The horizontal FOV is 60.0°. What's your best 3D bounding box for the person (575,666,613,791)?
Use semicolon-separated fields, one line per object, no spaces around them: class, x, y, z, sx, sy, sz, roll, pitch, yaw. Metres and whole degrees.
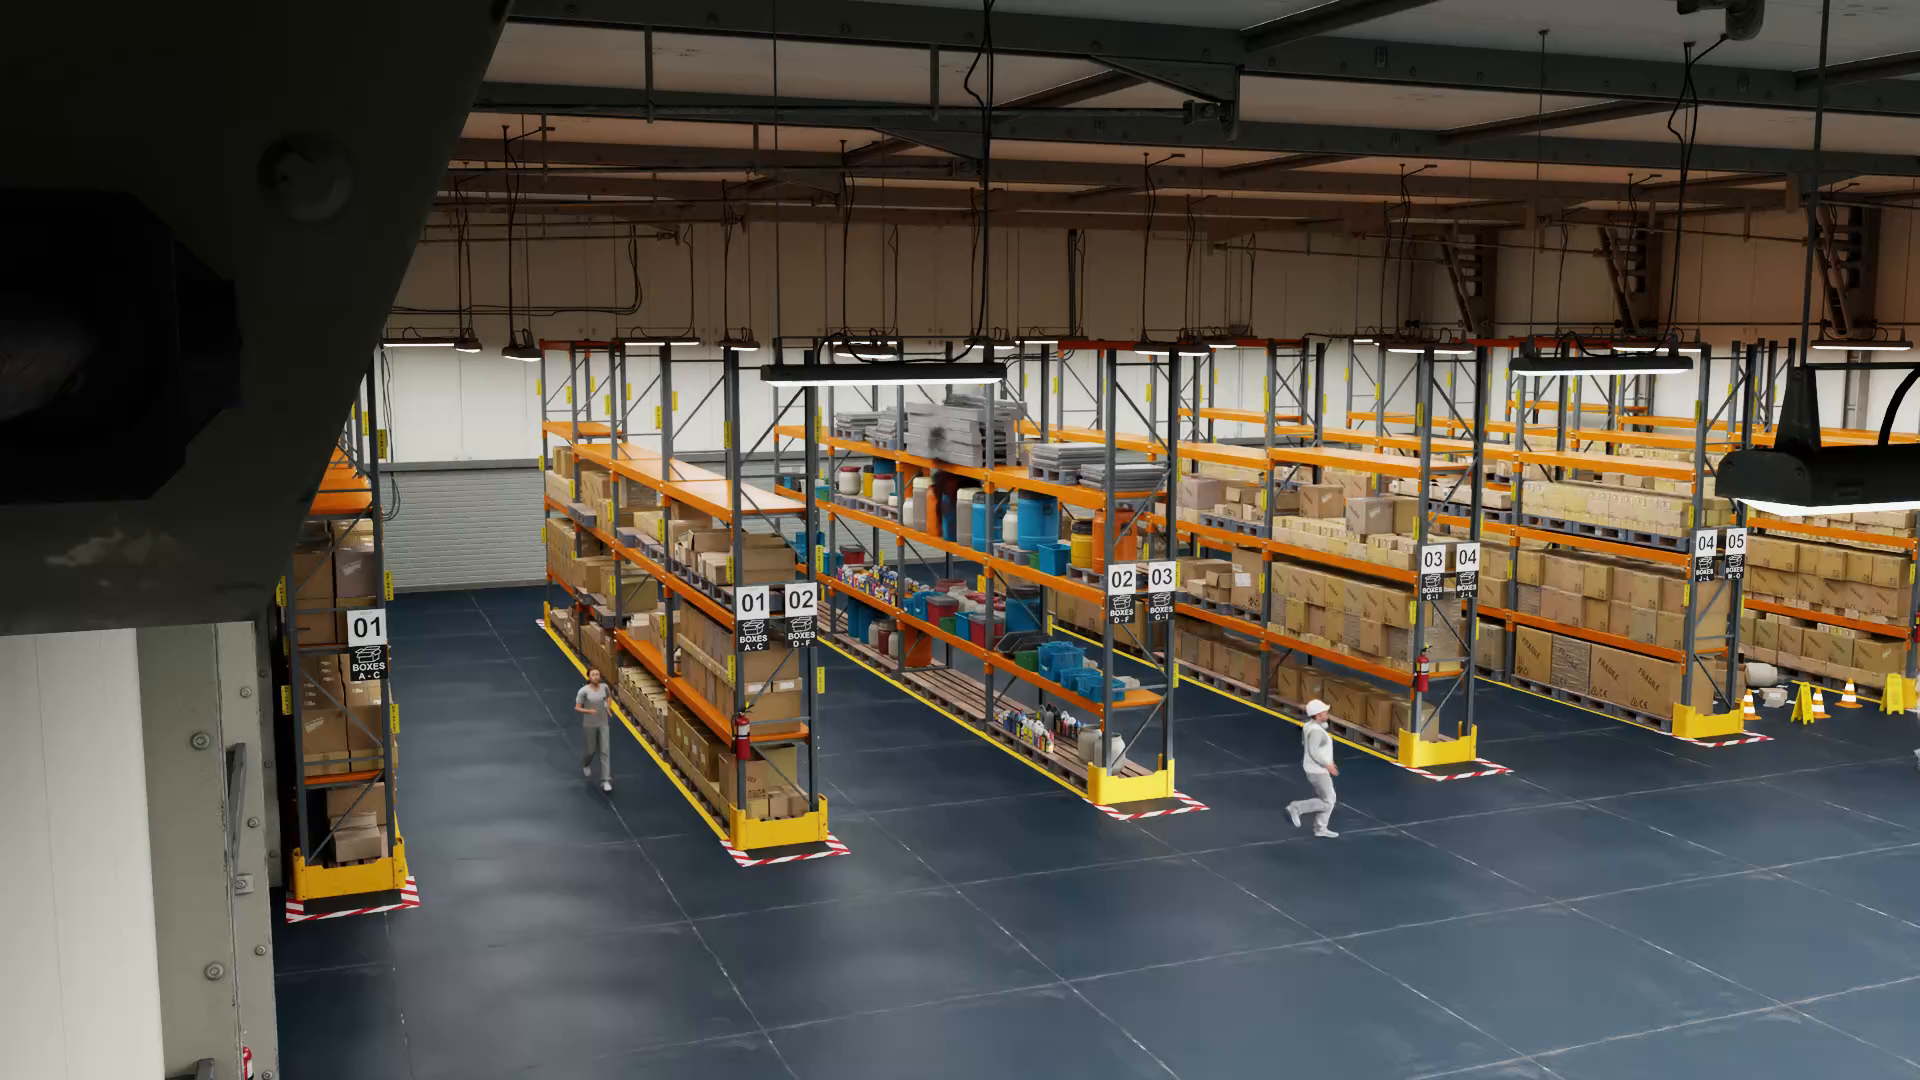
person;-4.966;2.527;22.683;0.571;1.639;0.990;-4;9;-30

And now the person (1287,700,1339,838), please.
person;4.365;2.822;20.519;0.658;1.738;0.670;1;7;5

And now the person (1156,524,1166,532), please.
person;4.608;0.458;38.333;0.665;1.795;0.981;-3;8;-24
